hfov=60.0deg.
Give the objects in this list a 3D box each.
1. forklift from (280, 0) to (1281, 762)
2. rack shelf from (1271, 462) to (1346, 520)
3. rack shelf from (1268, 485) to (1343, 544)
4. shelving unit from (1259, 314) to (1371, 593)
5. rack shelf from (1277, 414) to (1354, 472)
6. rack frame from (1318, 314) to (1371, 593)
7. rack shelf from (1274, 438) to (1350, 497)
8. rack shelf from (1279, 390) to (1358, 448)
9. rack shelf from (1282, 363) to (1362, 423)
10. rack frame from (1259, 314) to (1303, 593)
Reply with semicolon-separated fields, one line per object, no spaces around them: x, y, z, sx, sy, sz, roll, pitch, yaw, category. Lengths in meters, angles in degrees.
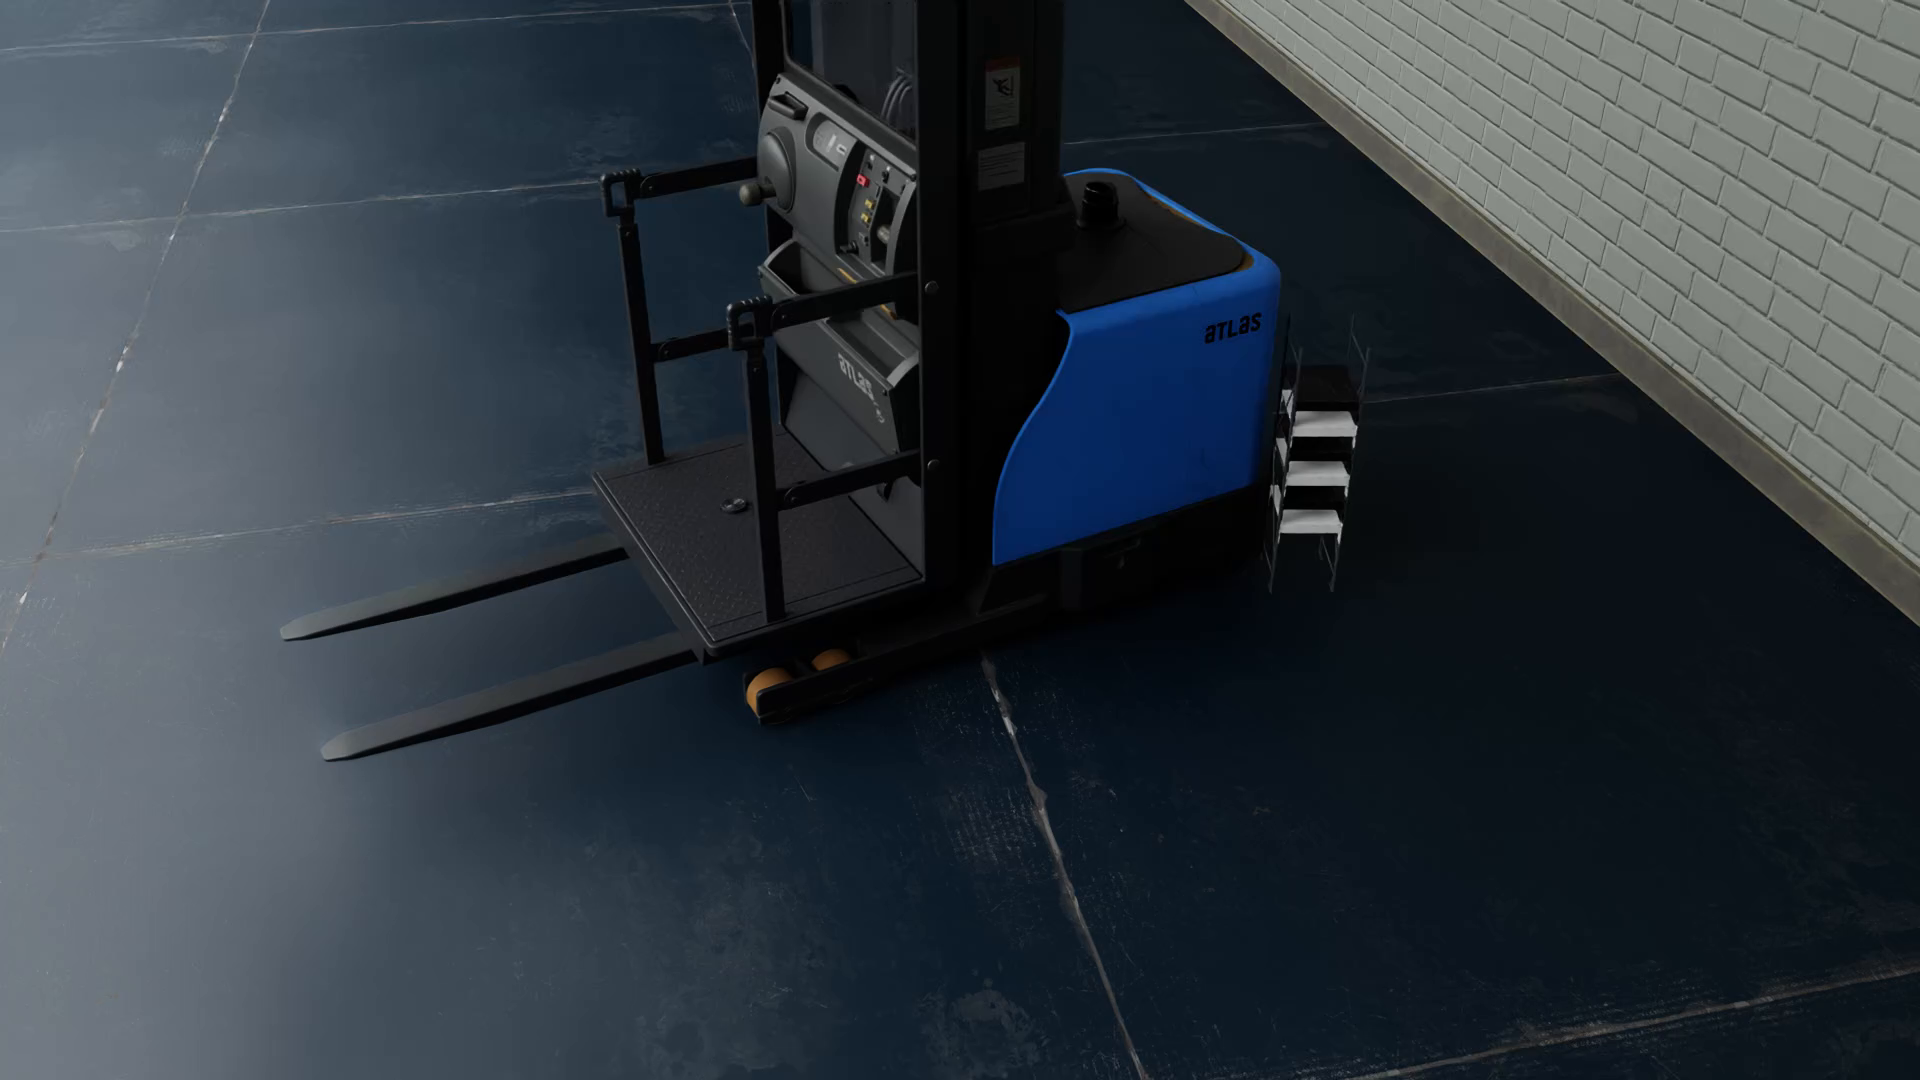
-0.539;-1.007;4.620;3.031;2.935;1.130;-17;37;-23;forklift
1.128;-0.164;5.408;0.200;0.077;0.258;0;34;0;rack shelf
1.128;-0.089;5.458;0.200;0.077;0.258;0;34;0;rack shelf
1.128;-0.266;5.339;0.210;0.900;0.258;0;34;0;shelving unit
1.128;-0.313;5.307;0.200;0.077;0.258;0;34;0;rack shelf
1.230;-0.266;5.339;0.006;0.900;0.240;0;34;0;rack frame
1.128;-0.238;5.358;0.200;0.077;0.258;0;34;0;rack shelf
1.128;-0.388;5.257;0.200;0.077;0.258;0;34;0;rack shelf
1.128;-0.463;5.207;0.200;0.077;0.258;0;34;0;rack shelf
1.026;-0.266;5.339;0.006;0.900;0.240;0;34;0;rack frame
